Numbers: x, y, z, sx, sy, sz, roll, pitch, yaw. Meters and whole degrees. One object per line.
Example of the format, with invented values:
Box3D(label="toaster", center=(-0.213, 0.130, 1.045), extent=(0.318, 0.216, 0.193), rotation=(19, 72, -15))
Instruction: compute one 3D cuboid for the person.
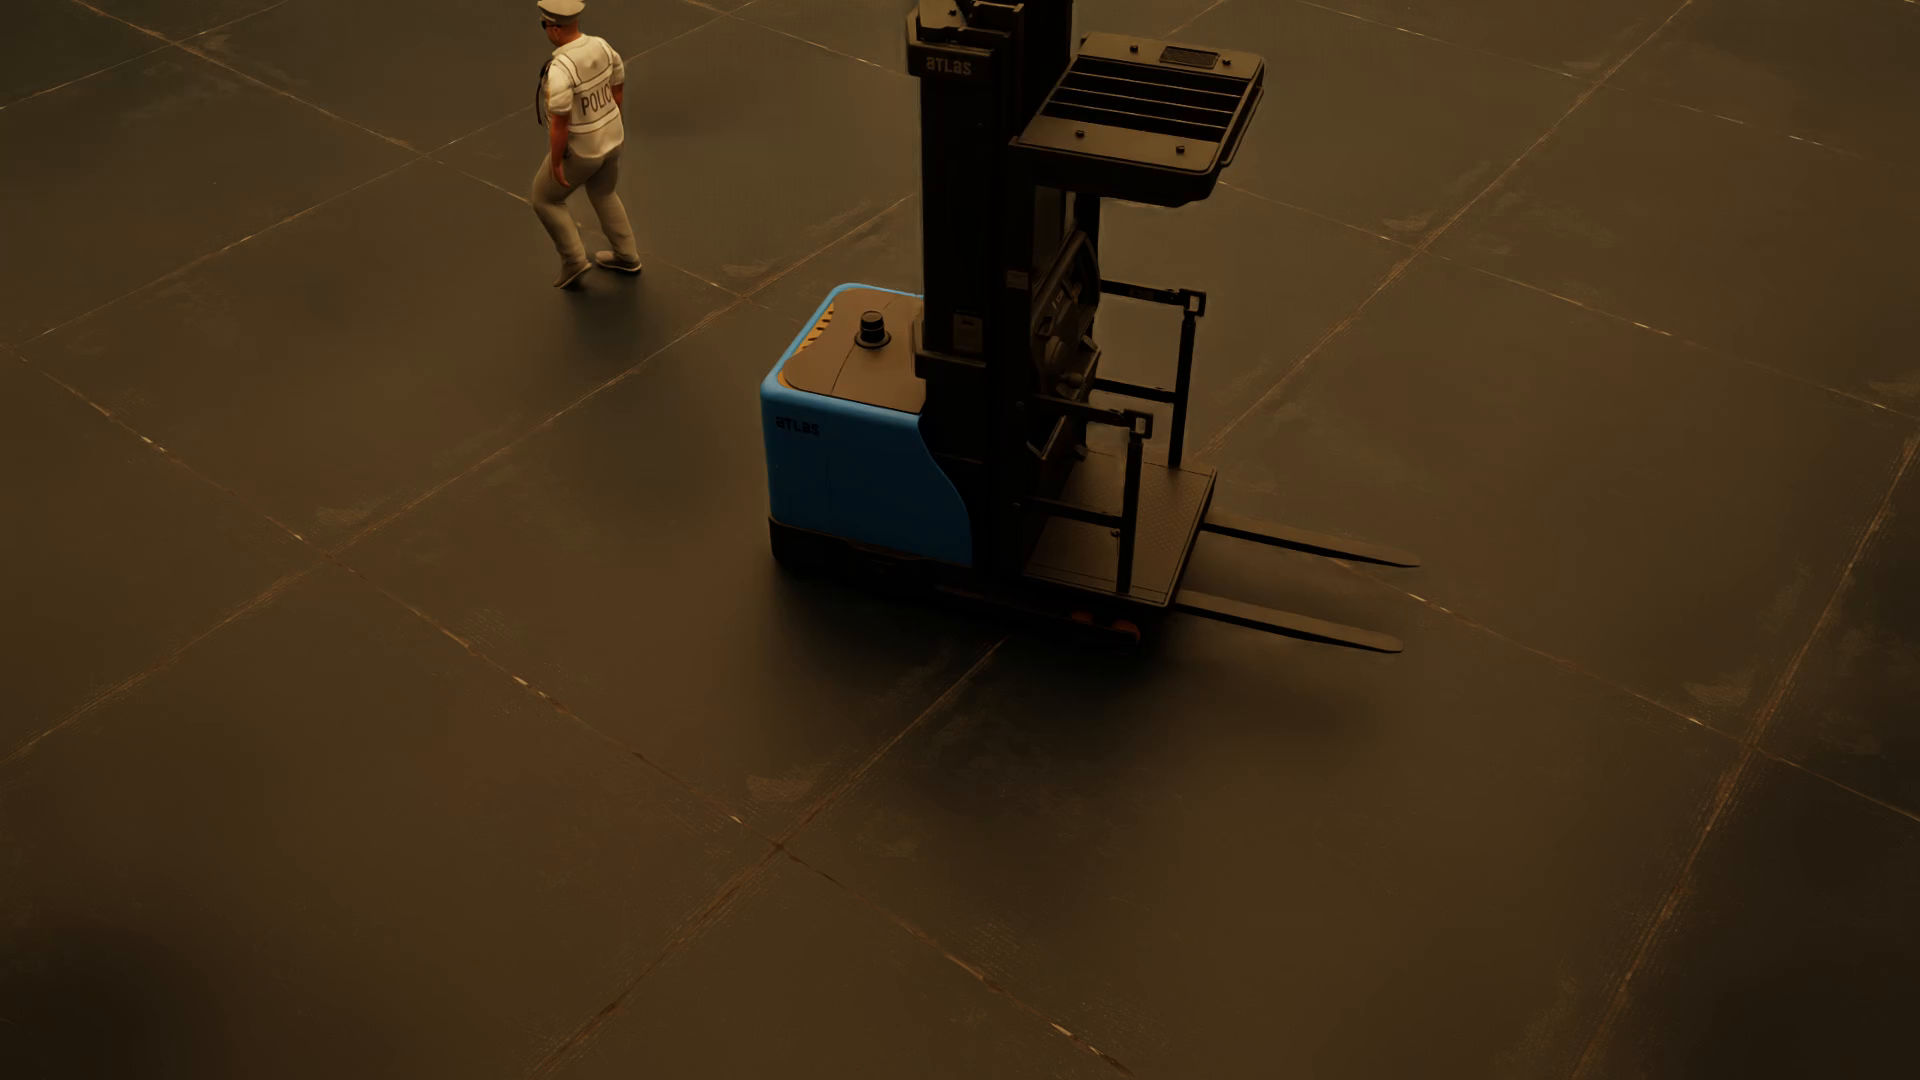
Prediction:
Box3D(label="person", center=(-2.235, -2.313, 9.756), extent=(0.494, 1.795, 0.641), rotation=(18, 44, 20))

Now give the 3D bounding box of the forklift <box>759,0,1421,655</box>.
Box3D(label="forklift", center=(0.647, -0.972, 7.215), extent=(3.031, 2.935, 1.130), rotation=(13, 42, 14))
